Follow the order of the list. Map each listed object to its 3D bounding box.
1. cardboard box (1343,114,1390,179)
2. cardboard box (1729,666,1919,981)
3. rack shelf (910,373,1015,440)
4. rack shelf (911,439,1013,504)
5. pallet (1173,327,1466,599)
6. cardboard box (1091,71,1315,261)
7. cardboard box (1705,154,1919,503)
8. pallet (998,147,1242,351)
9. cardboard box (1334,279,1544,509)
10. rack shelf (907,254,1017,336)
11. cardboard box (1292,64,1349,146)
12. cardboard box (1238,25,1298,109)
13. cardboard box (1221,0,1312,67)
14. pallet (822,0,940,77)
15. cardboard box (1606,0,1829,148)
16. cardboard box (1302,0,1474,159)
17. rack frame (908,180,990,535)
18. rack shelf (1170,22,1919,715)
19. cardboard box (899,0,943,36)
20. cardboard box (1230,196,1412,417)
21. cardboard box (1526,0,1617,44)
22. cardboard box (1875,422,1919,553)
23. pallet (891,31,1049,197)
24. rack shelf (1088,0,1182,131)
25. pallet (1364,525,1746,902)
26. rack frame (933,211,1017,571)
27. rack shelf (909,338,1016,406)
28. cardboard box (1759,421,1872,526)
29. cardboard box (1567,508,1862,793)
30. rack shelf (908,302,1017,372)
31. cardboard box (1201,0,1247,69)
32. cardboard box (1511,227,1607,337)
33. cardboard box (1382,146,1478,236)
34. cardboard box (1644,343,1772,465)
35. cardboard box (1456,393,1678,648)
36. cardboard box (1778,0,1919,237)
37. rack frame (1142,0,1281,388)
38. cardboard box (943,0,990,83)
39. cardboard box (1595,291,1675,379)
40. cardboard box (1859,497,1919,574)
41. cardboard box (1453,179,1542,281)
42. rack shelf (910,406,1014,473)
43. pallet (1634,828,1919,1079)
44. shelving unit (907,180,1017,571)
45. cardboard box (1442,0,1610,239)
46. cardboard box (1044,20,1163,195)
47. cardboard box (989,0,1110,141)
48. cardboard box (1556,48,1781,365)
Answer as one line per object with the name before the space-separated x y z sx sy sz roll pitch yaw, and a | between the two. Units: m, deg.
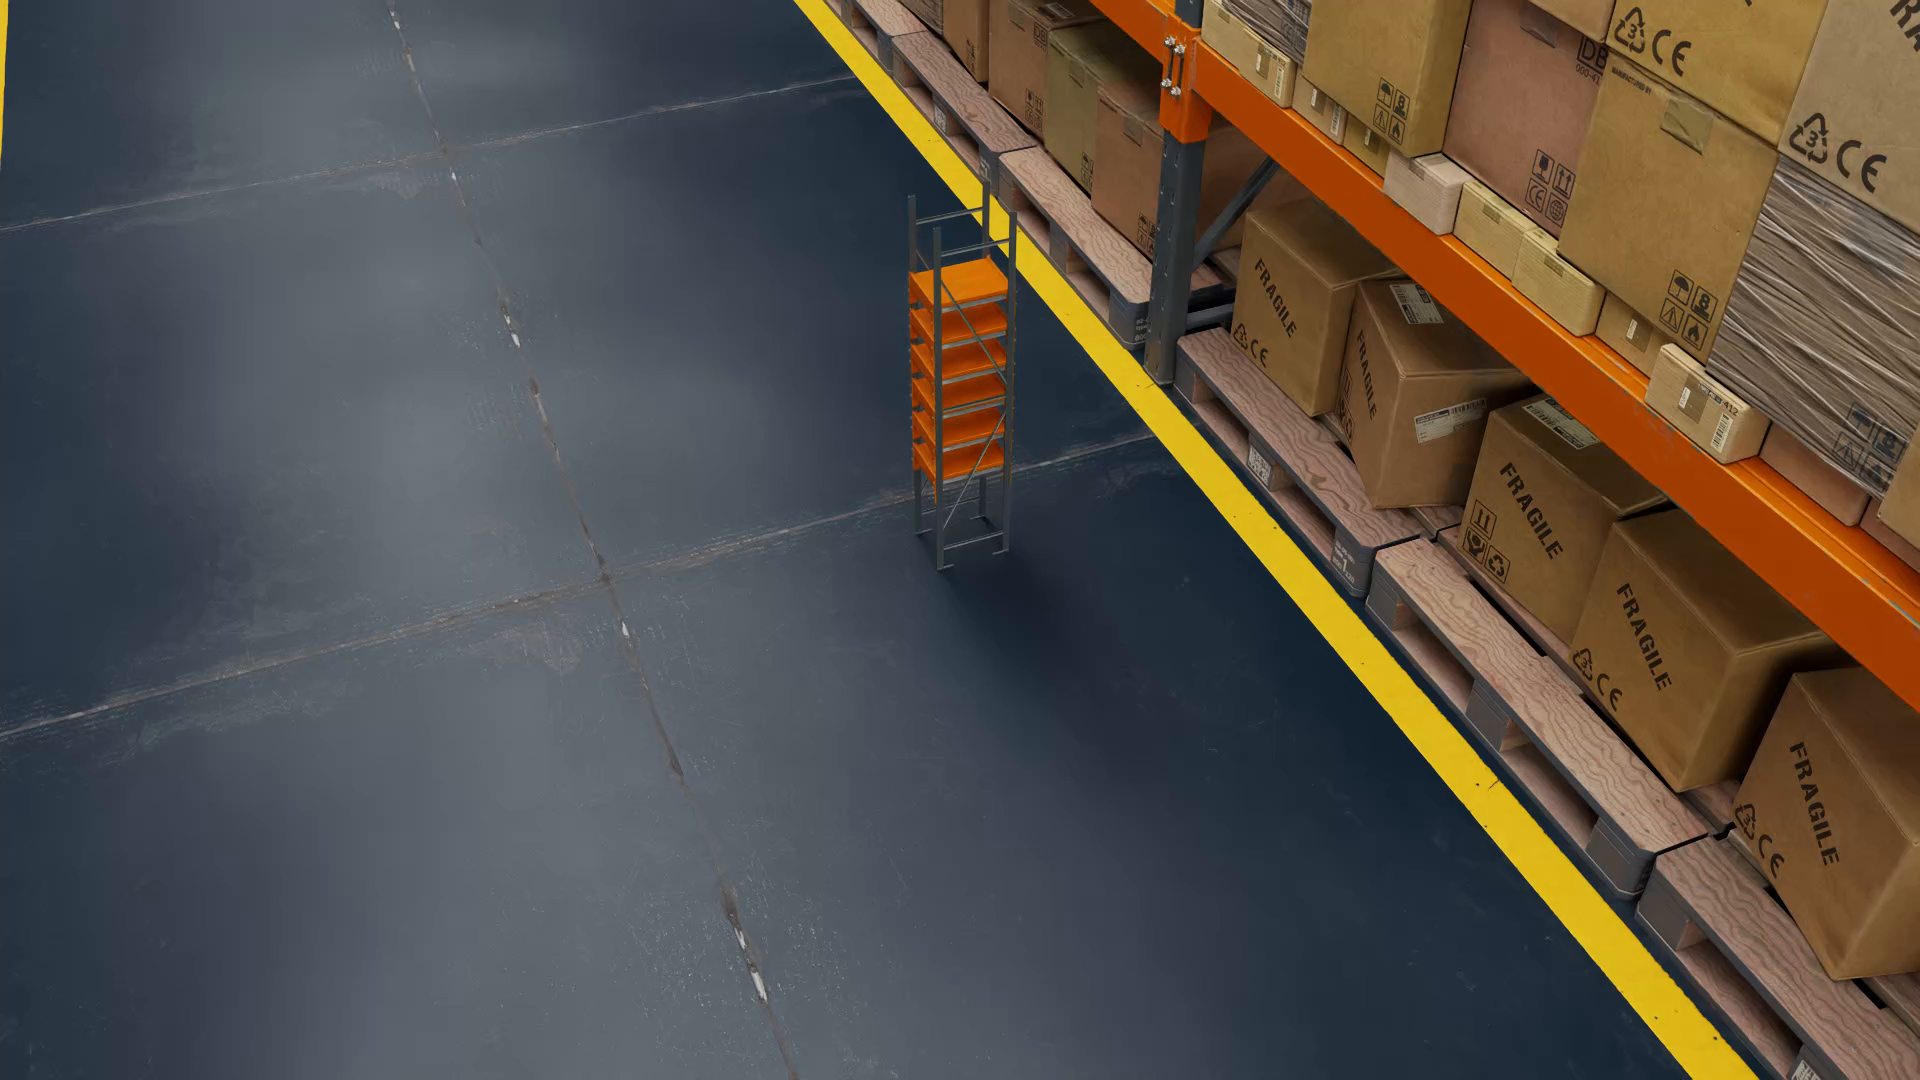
cardboard box | 1.254 -1.090 4.410 0.380 0.149 0.250 -15 43 -17
cardboard box | 2.187 0.630 3.812 0.500 0.500 0.500 -5 41 -6
rack shelf | 0.006 -0.413 4.878 0.258 0.103 0.180 -15 43 -17
rack shelf | 0.006 -0.231 5.034 0.258 0.103 0.180 -15 43 -17
pallet | 1.430 -0.383 5.533 1.003 0.211 1.213 -15 43 -17
cardboard box | 0.925 -1.430 6.192 0.700 0.500 0.500 -18 44 -20
cardboard box | 2.032 -0.498 3.224 0.875 0.500 0.500 -15 43 -17
pallet | 0.841 -1.247 6.539 1.003 0.211 1.213 -15 43 -17
cardboard box | 1.482 -0.453 5.072 0.500 0.500 0.500 -3 41 -3
rack shelf | 0.006 -0.685 4.643 0.258 0.103 0.180 -15 43 -17
cardboard box | 1.149 -1.239 4.582 0.380 0.149 0.250 -15 43 -17
cardboard box | 1.028 -1.382 4.750 0.380 0.149 0.250 -15 43 -17
cardboard box | 1.255 -1.700 4.622 0.875 0.500 0.500 -15 43 -17
pallet | -0.093 -2.717 8.248 1.003 0.211 1.213 -15 43 -17
cardboard box | 1.662 -1.131 3.193 0.500 0.500 0.500 -15 43 -17
cardboard box | 1.414 -1.390 4.261 0.875 0.500 0.500 -15 43 -17
rack frame | -0.029 -0.501 4.913 0.240 1.200 0.006 -15 43 -17
rack shelf | 1.905 -0.358 3.918 1.077 0.370 4.000 -15 43 -17
cardboard box | 0.108 -2.735 7.710 0.700 0.500 0.500 -19 44 -20
cardboard box | 1.256 -0.796 5.471 0.500 0.500 0.500 -16 43 -18
cardboard box | 1.461 -1.429 3.540 0.500 0.500 0.500 -15 43 -17
cardboard box | 2.183 -0.186 2.861 0.875 0.500 0.500 -15 43 -17
pallet | 0.370 -1.983 7.394 1.003 0.211 1.213 -15 43 -17
rack shelf | 0.375 -2.768 6.720 1.077 0.370 4.000 -15 43 -17
pallet | 1.900 0.353 4.677 1.003 0.211 1.213 -15 43 -17
rack frame | 0.041 -0.391 4.785 0.240 1.200 0.006 -15 43 -17
rack shelf | 0.006 -0.504 4.799 0.258 0.103 0.180 -15 43 -17
cardboard box | 1.877 -0.200 3.375 0.380 0.149 0.250 -15 43 -17
cardboard box | 1.965 0.248 4.256 0.500 0.500 0.500 -11 42 -13
rack shelf | 0.006 -0.594 4.721 0.258 0.103 0.180 -15 43 -17
cardboard box | 0.944 -1.536 4.928 0.380 0.149 0.250 -15 43 -17
cardboard box | 1.531 -0.636 3.882 0.380 0.149 0.250 -15 43 -17
cardboard box | 1.311 -0.929 4.223 0.380 0.149 0.250 -15 43 -17
cardboard box | 1.700 -0.329 3.524 0.380 0.149 0.250 -15 43 -17
cardboard box | 1.792 -0.099 4.660 0.500 0.500 0.500 -19 44 -21
cardboard box | 1.846 -0.827 2.840 0.500 0.500 0.500 -15 43 -17
rack frame | 1.140 -1.836 5.084 1.000 3.000 0.127 -15 43 -17
cardboard box | 0.332 -2.395 7.314 0.700 0.500 0.500 -12 42 -13
cardboard box | 1.668 -0.497 3.720 0.380 0.149 0.250 -15 43 -17
cardboard box | 1.994 -0.055 3.206 0.380 0.149 0.250 -15 43 -17
cardboard box | 1.445 -0.789 4.060 0.380 0.149 0.250 -15 43 -17
rack shelf | 0.006 -0.322 4.956 0.258 0.103 0.180 -15 43 -17
pallet | 2.363 1.087 3.824 1.003 0.211 1.213 -15 43 -17
shelving unit | 0.006 -0.446 4.849 0.258 1.200 0.189 -15 43 -17
cardboard box | 1.698 -1.114 3.940 0.875 0.500 0.500 -15 43 -17
cardboard box | 0.760 -1.722 6.532 0.700 0.500 0.500 -15 43 -17
cardboard box | 0.545 -2.059 6.924 0.700 0.500 0.500 -19 44 -20
cardboard box | 1.851 -0.803 3.578 0.875 0.500 0.500 -15 43 -17
